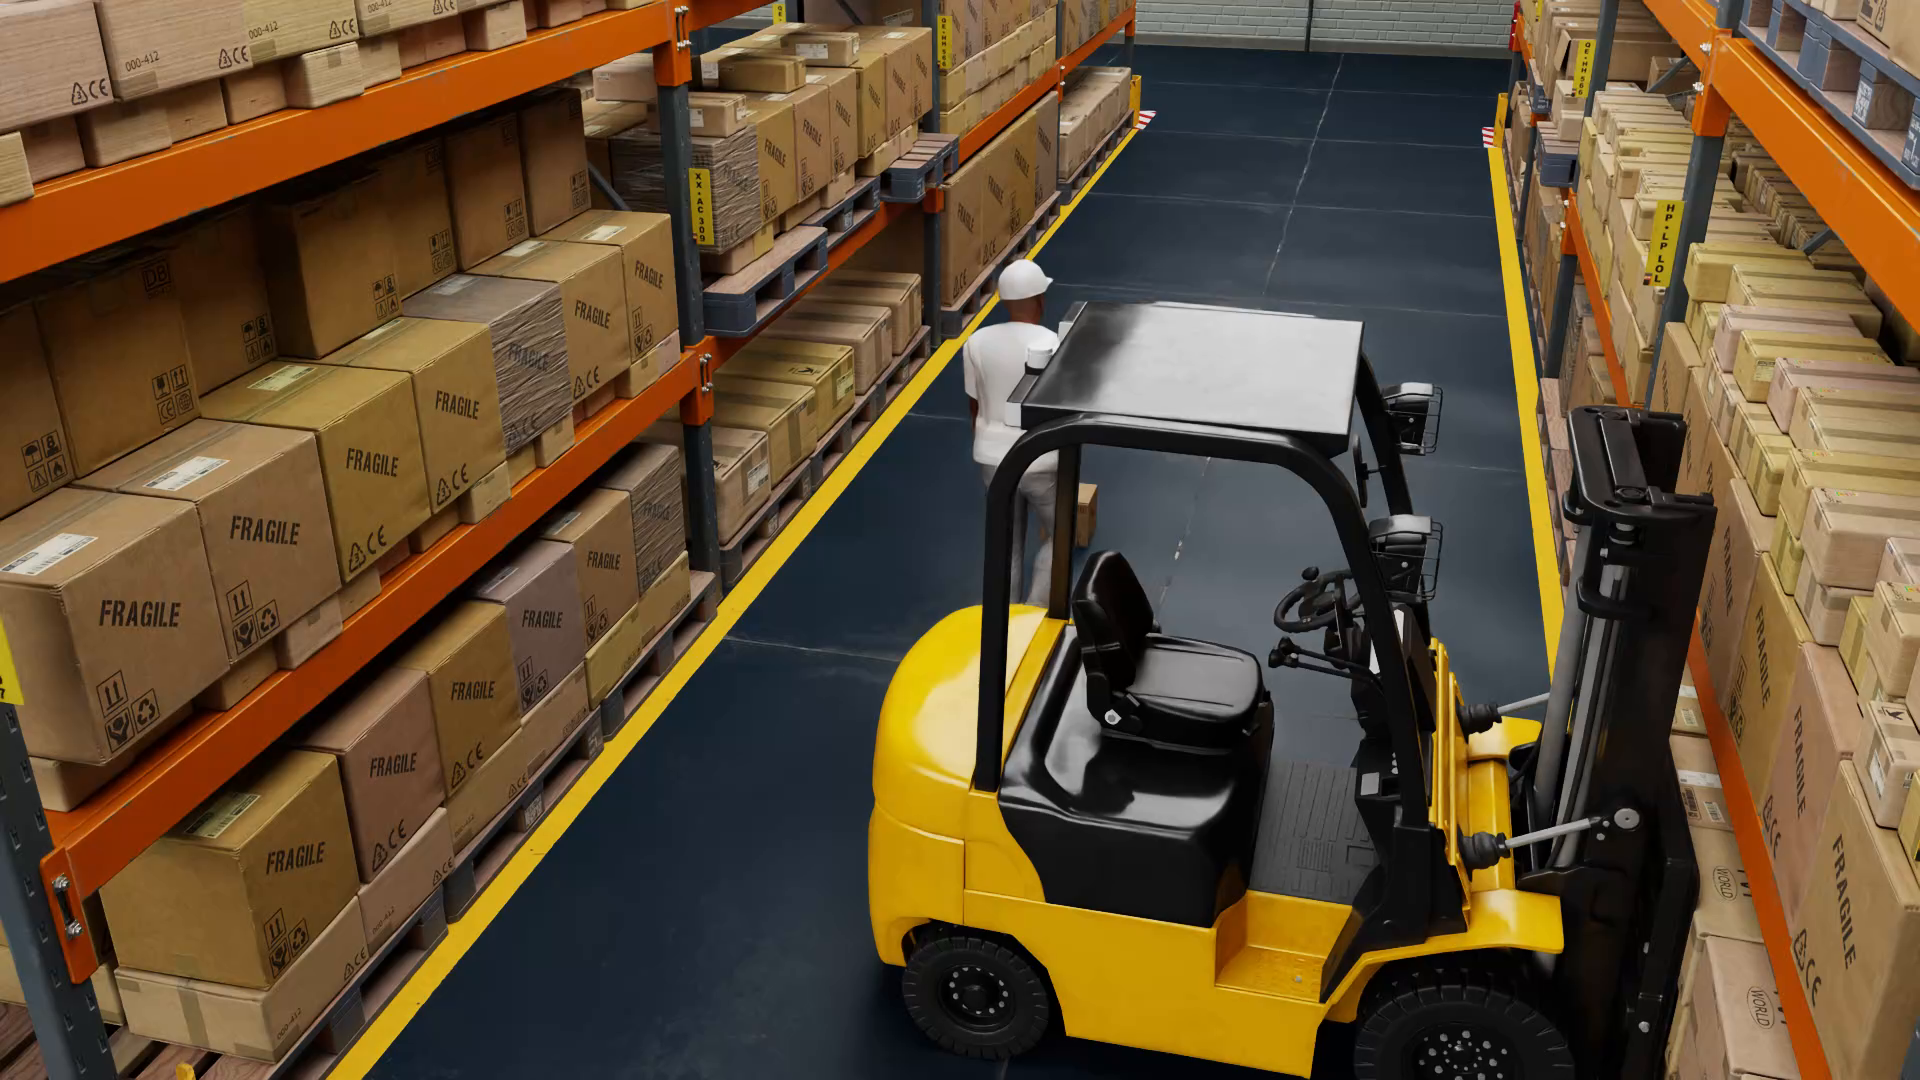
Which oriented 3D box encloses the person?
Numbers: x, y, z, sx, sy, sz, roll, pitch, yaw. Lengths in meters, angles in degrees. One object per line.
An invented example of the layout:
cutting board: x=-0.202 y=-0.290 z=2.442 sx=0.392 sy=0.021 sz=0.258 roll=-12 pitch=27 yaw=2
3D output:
person: x=0.297 y=-0.658 z=7.144 sx=0.583 sy=1.065 sz=0.442 roll=11 pitch=27 yaw=22
